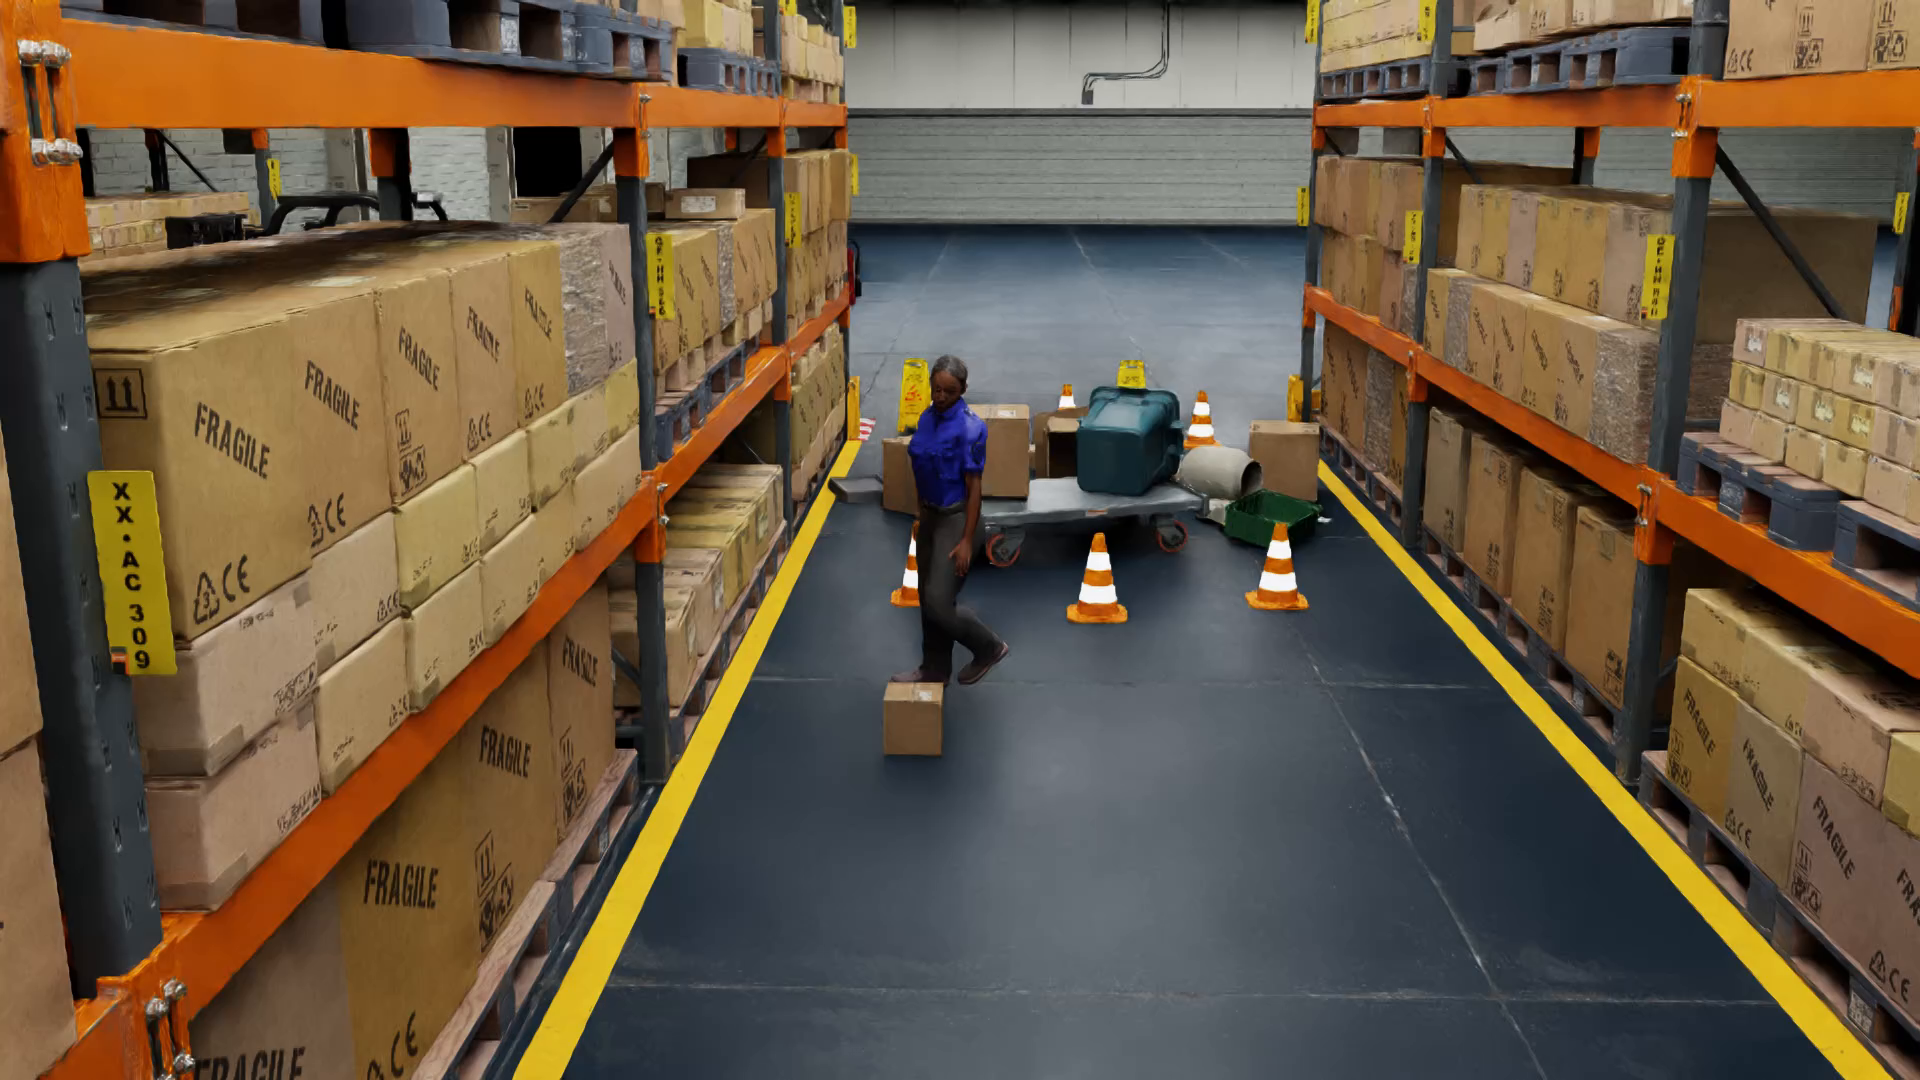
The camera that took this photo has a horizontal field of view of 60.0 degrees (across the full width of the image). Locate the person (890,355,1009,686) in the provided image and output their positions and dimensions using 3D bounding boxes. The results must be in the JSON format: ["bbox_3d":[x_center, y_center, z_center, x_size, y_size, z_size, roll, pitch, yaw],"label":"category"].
[{"bbox_3d":[-0.030,-0.056,7.706,0.477,1.639,0.561,-8,16,-30],"label":"person"}]
